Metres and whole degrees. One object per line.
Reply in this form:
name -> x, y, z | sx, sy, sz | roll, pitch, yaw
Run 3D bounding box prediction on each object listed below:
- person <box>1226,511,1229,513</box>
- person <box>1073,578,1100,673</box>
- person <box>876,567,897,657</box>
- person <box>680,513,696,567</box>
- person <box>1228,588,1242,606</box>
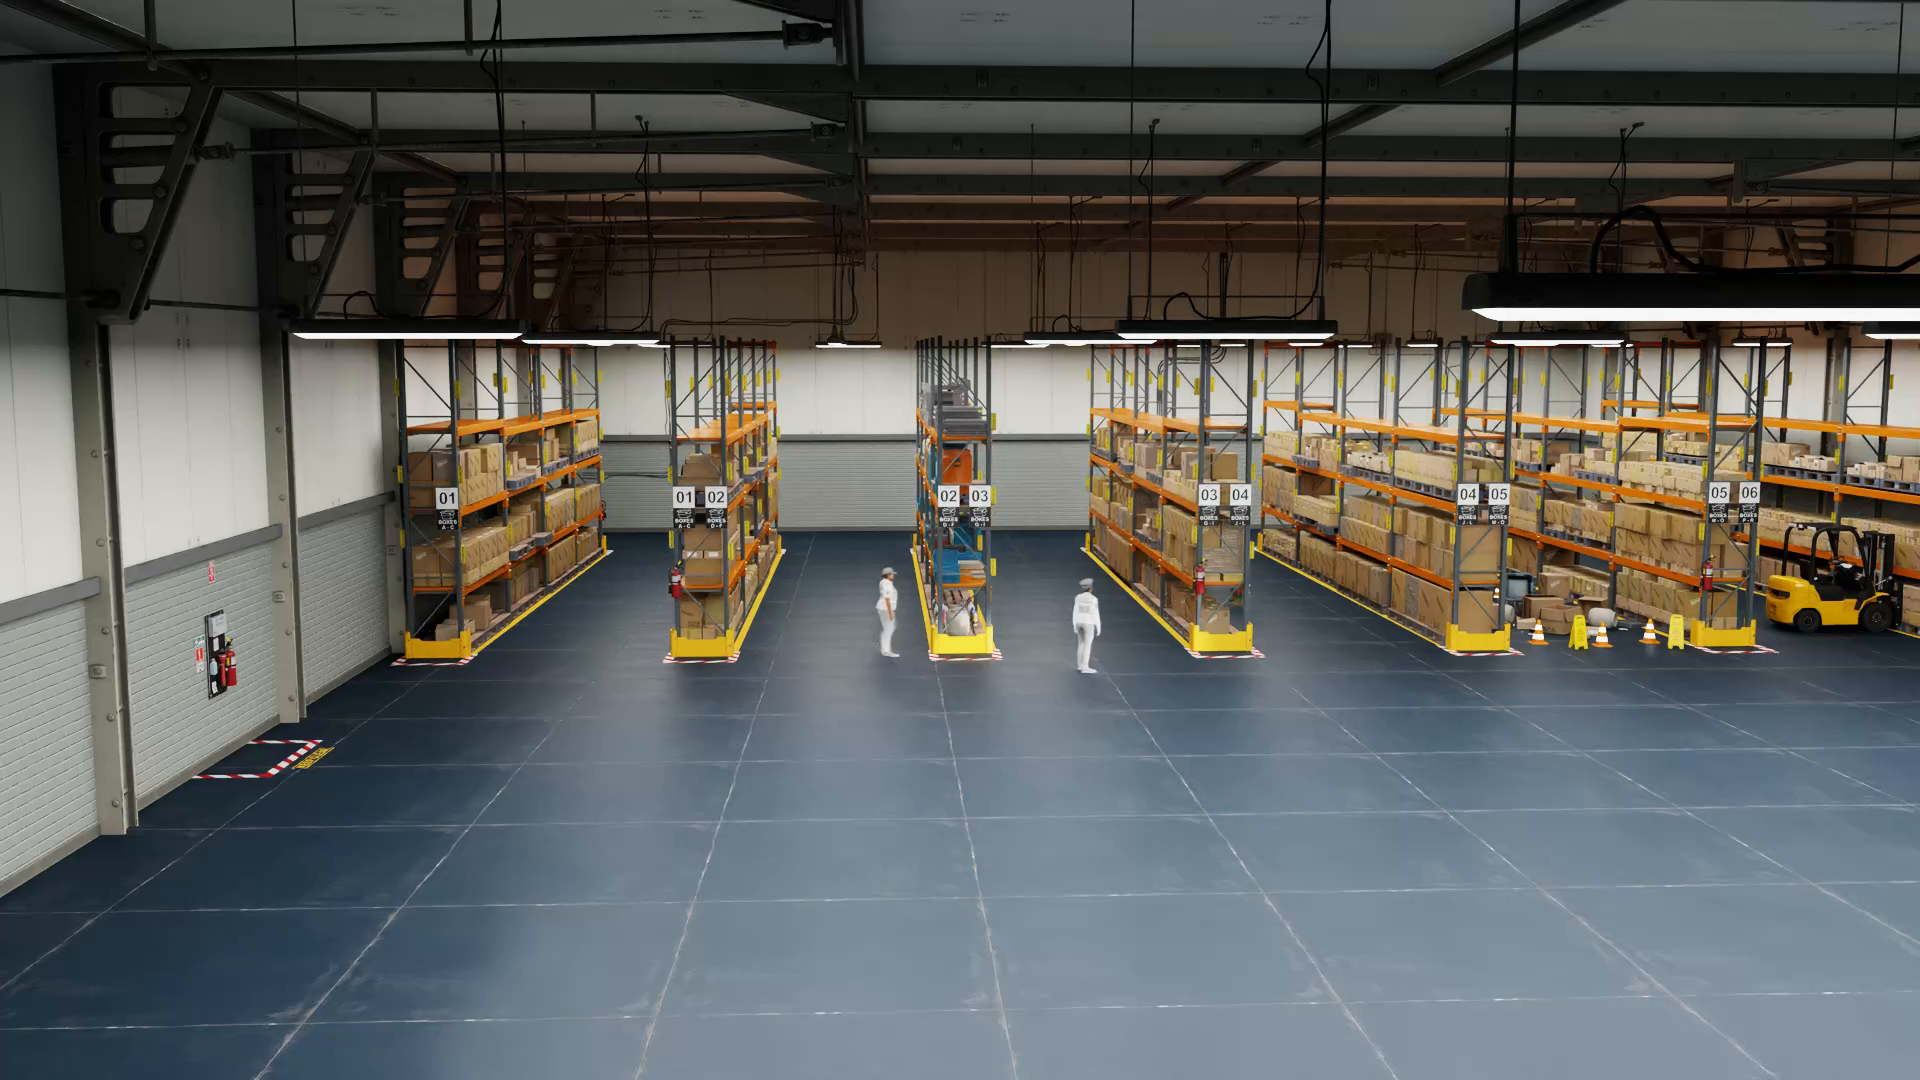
person -> 7.519, -0.508, 48.168 | 0.515, 1.588, 0.648 | 0, 6, 3
person -> 2.302, 1.536, 29.690 | 0.447, 1.702, 0.553 | -6, 9, -44
person -> -1.372, 1.385, 31.345 | 0.397, 1.747, 0.517 | -1, 7, -7
person -> -7.327, -0.178, 44.712 | 0.695, 1.699, 0.992 | 0, 6, -2
person -> 6.216, 0.568, 37.517 | 0.482, 1.791, 0.621 | -3, 7, -28
